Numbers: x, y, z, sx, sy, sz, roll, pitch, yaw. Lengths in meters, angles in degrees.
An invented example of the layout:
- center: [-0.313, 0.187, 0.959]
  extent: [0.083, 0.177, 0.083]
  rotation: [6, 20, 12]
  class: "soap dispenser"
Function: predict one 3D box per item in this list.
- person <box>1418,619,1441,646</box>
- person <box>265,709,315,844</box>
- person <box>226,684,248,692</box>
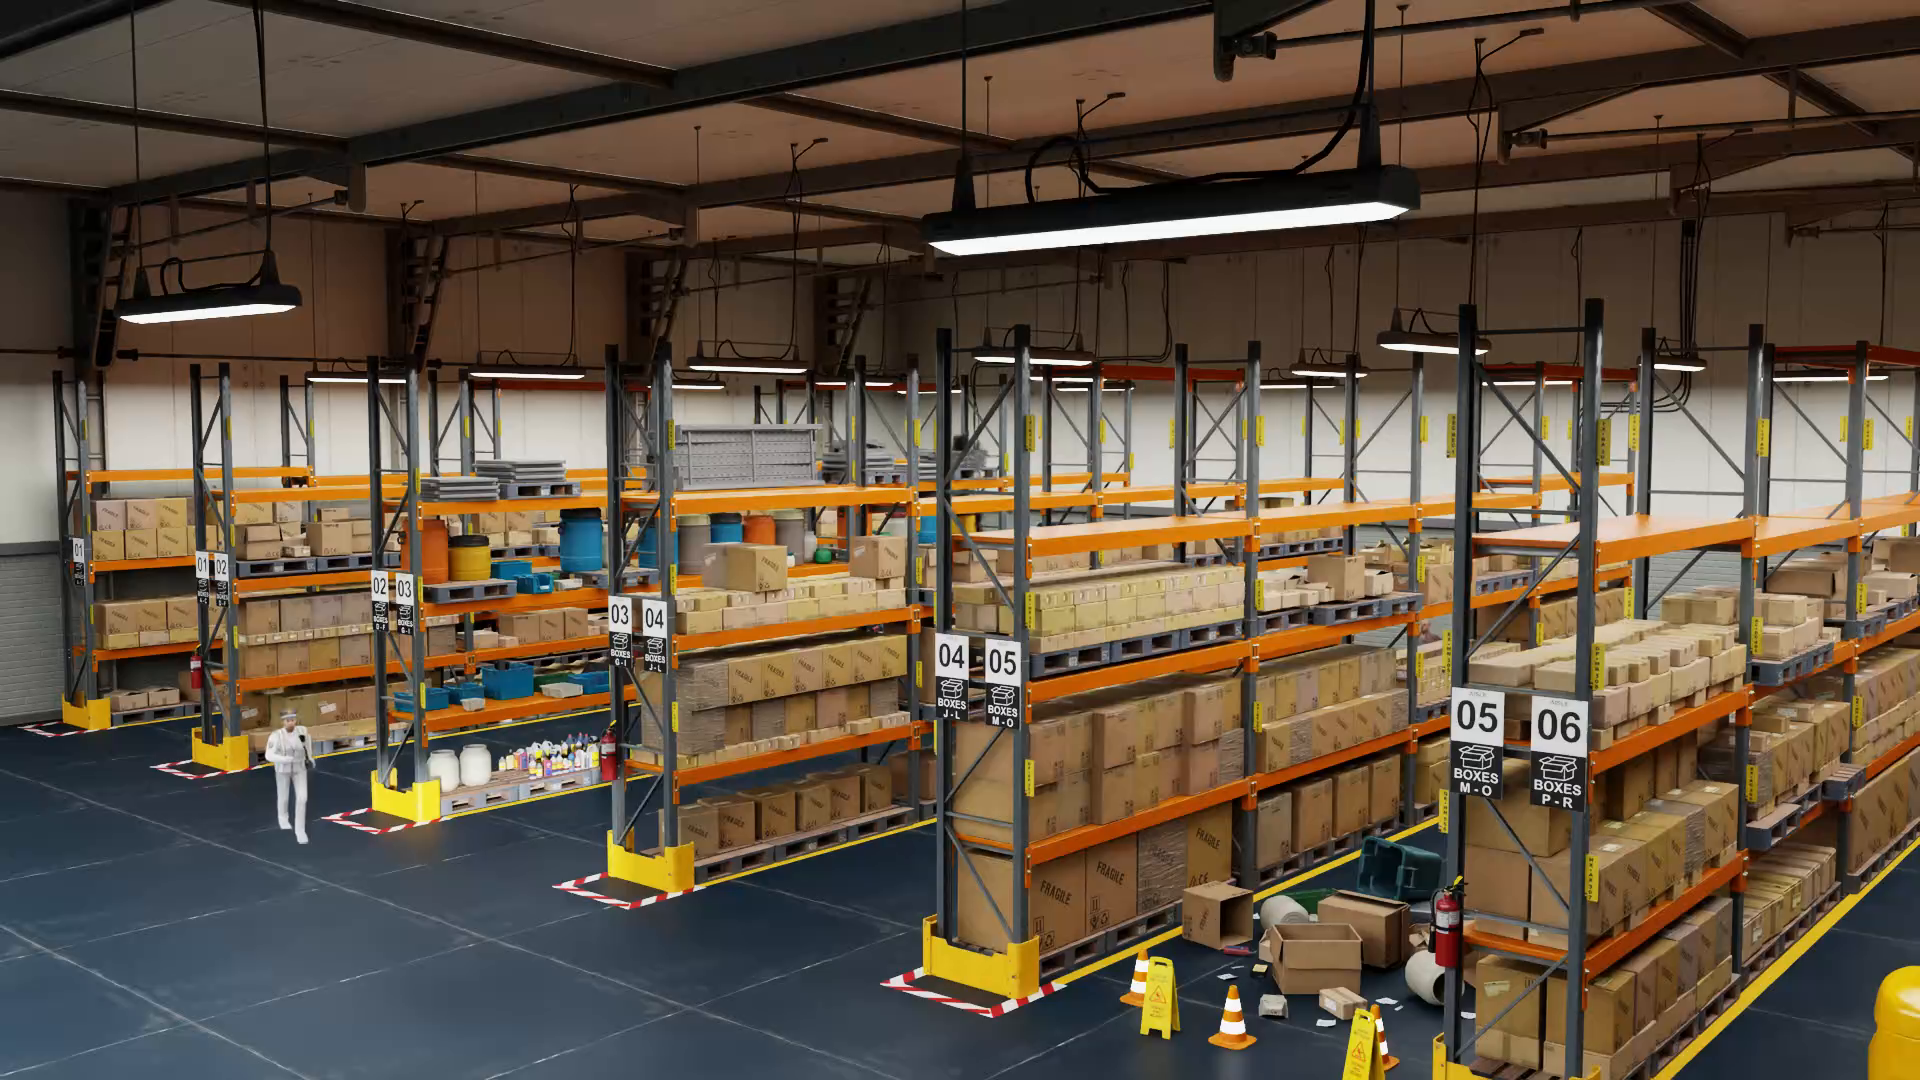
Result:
- center: [7.911, 2.230, 28.458]
  extent: [0.659, 1.792, 0.765]
  rotation: [2, 5, 30]
  class: "person"
- center: [-8.253, 2.866, 20.496]
  extent: [0.596, 1.670, 0.951]
  rotation: [-2, 5, -28]
  class: "person"
- center: [-11.517, 2.370, 26.860]
  extent: [0.651, 1.734, 0.627]
  rotation: [2, 5, 27]
  class: "person"
